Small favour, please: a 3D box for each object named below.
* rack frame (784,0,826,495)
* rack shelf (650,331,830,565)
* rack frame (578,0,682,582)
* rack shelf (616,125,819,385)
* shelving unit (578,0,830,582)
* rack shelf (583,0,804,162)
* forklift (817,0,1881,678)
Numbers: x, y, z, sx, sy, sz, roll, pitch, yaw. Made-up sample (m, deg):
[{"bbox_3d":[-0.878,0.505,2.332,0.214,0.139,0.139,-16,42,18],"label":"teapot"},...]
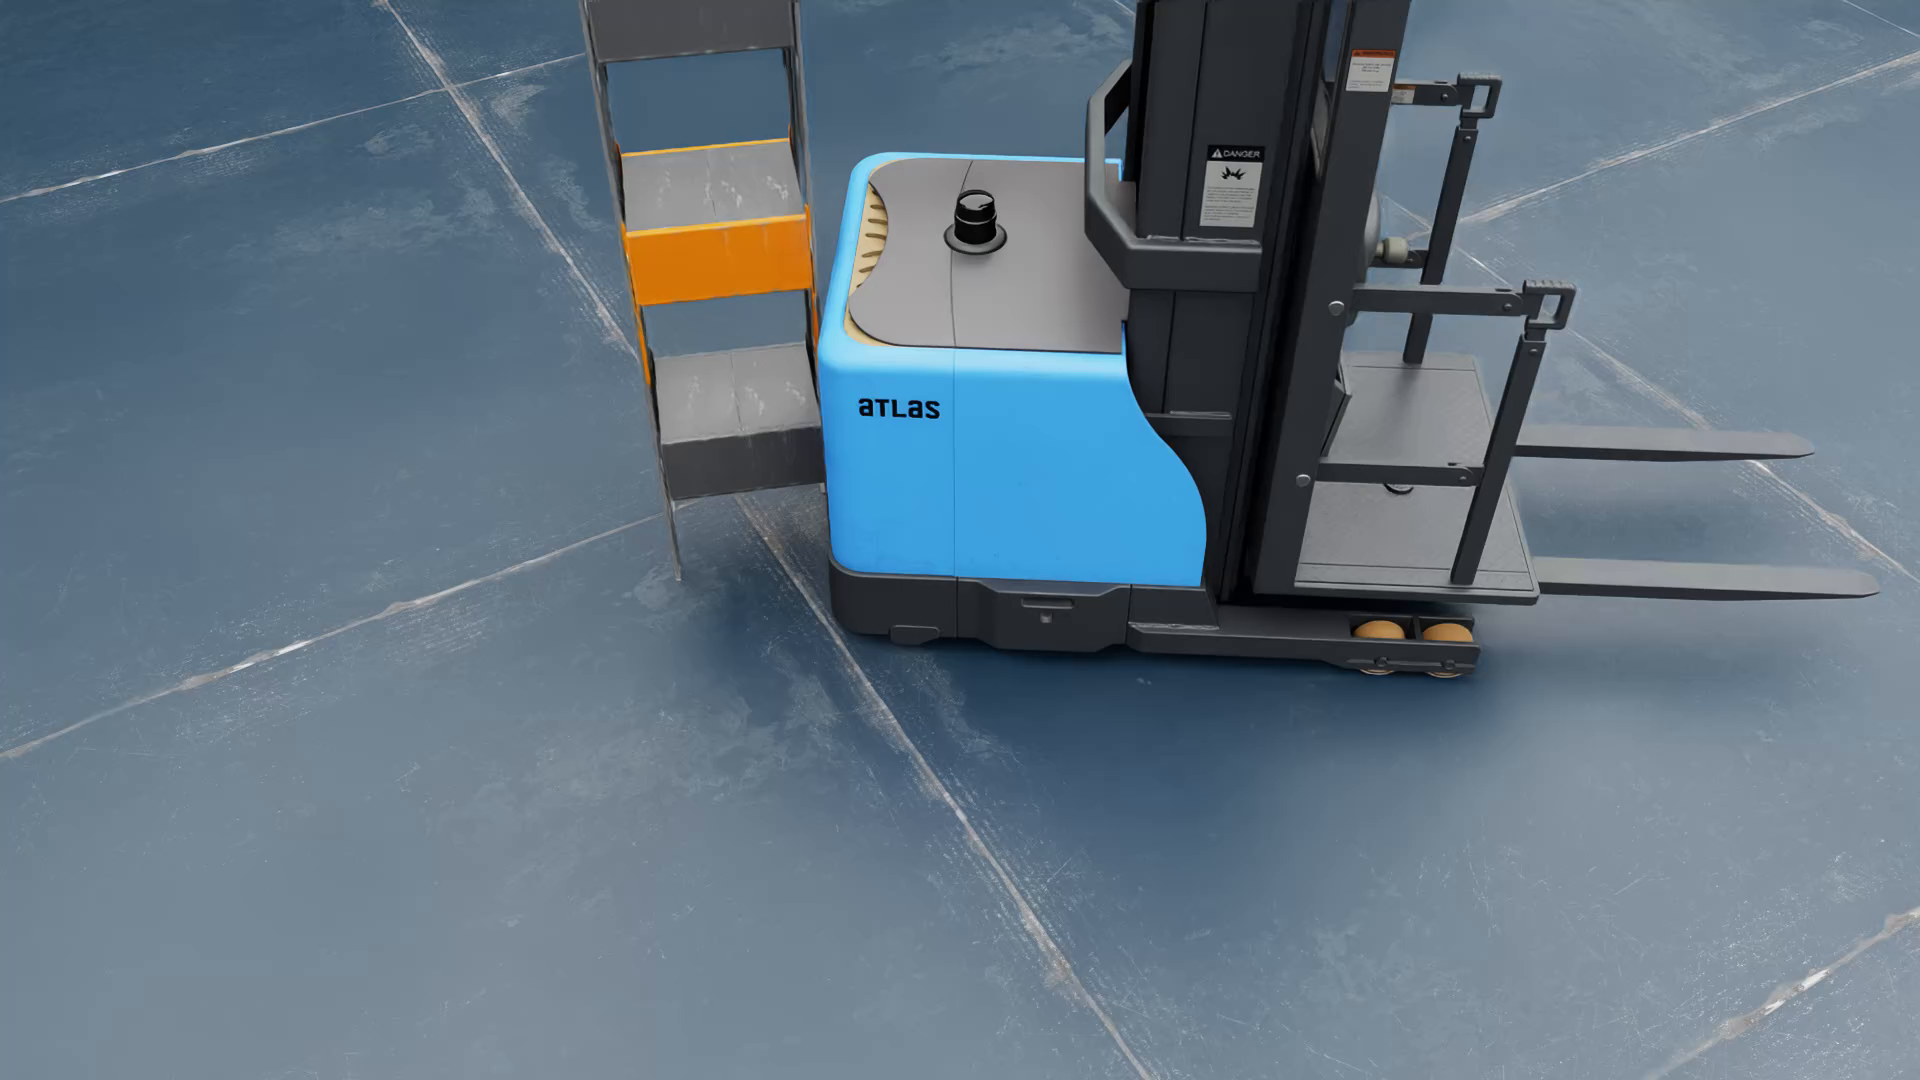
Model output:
[{"bbox_3d":[-0.421,-0.823,4.590,0.015,2.100,0.400,-7,45,-8],"label":"rack frame"},{"bbox_3d":[-0.661,-0.280,5.055,0.480,0.518,0.431,-7,45,-8],"label":"rack shelf"},{"bbox_3d":[-0.901,-0.761,4.526,0.015,2.100,0.400,-7,45,-8],"label":"rack frame"},{"bbox_3d":[-0.661,-0.782,4.568,0.480,0.518,0.431,-7,45,-8],"label":"rack shelf"},{"bbox_3d":[-0.661,-0.792,4.558,0.503,2.100,0.431,-7,45,-8],"label":"shelving unit"},{"bbox_3d":[-0.661,-1.284,4.080,0.480,0.518,0.431,-7,45,-8],"label":"rack shelf"},{"bbox_3d":[1.156,-1.035,4.212,3.031,2.935,1.130,2,44,2],"label":"forklift"}]
